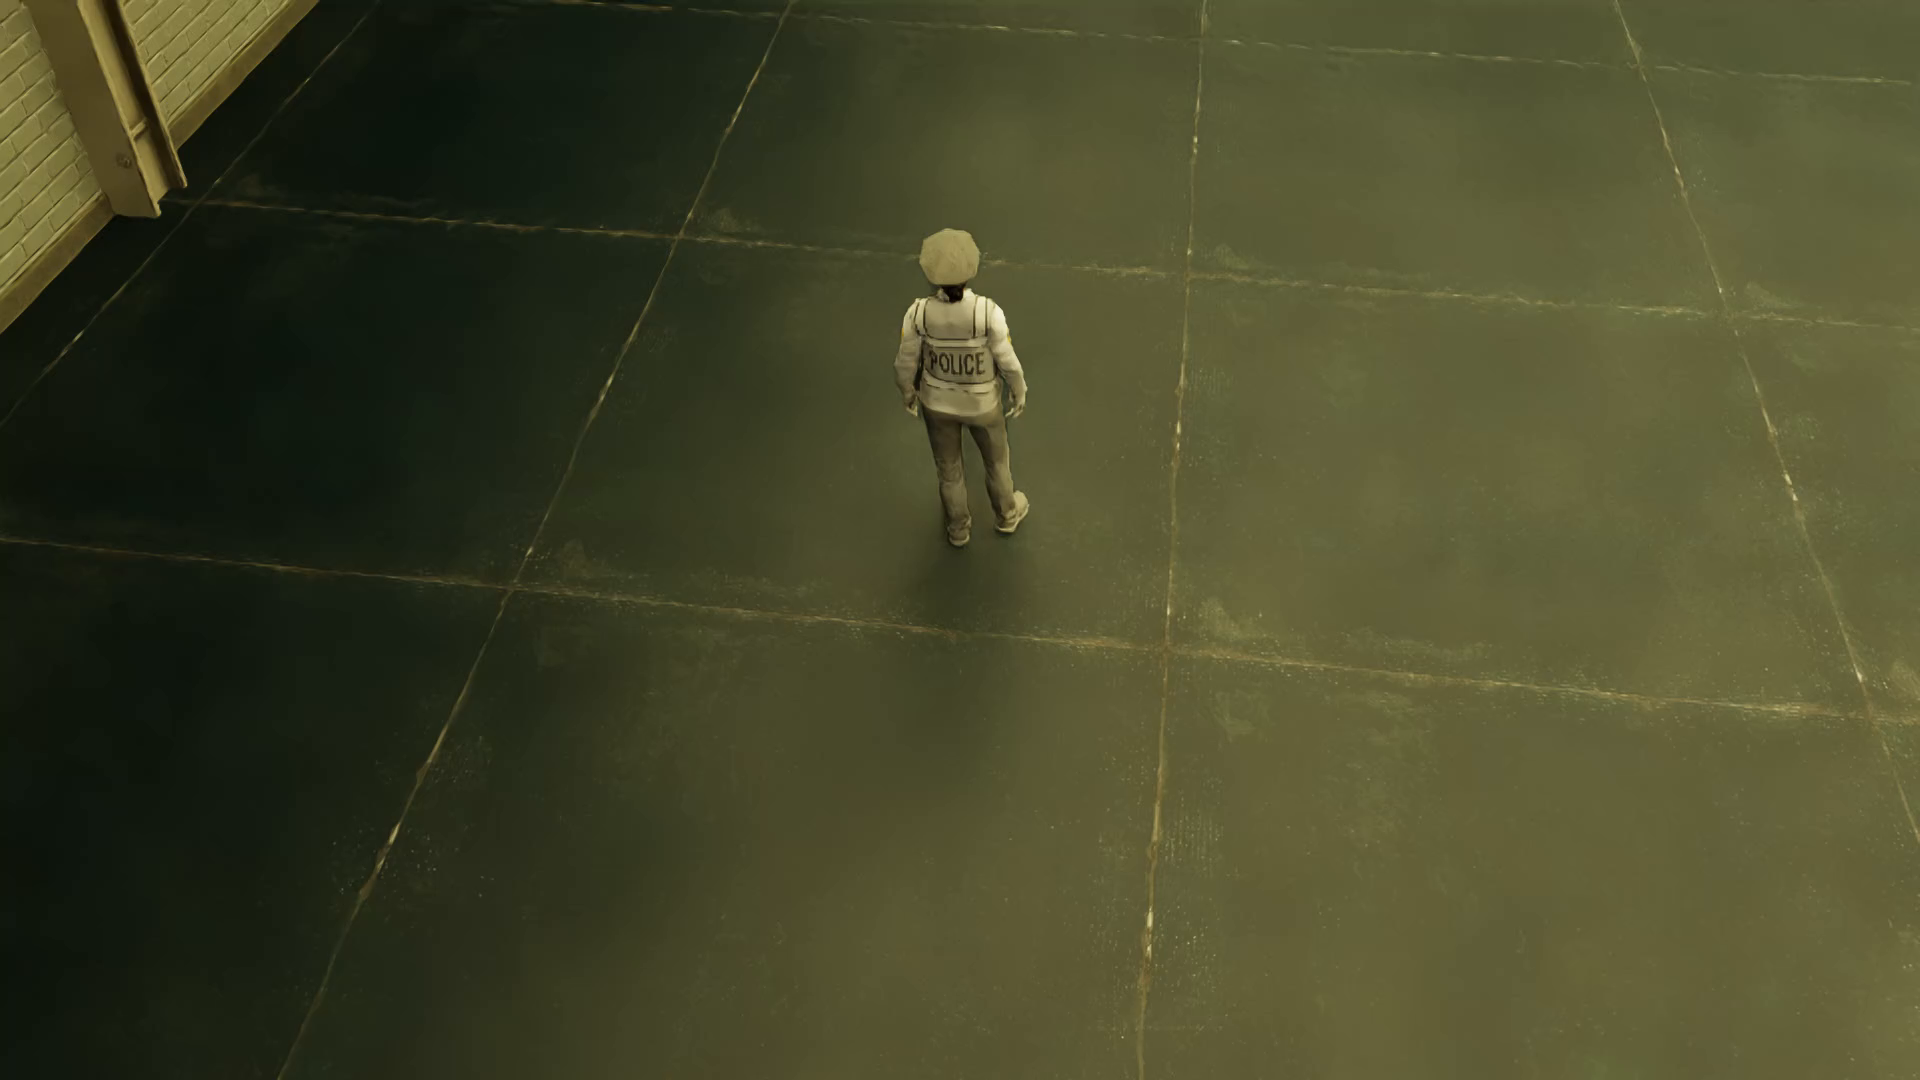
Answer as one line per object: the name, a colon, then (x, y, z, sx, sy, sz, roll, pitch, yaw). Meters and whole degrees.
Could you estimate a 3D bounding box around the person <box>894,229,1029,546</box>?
person: (0.016, -0.674, 7.361, 0.586, 1.695, 0.532, 5, 43, 6)
